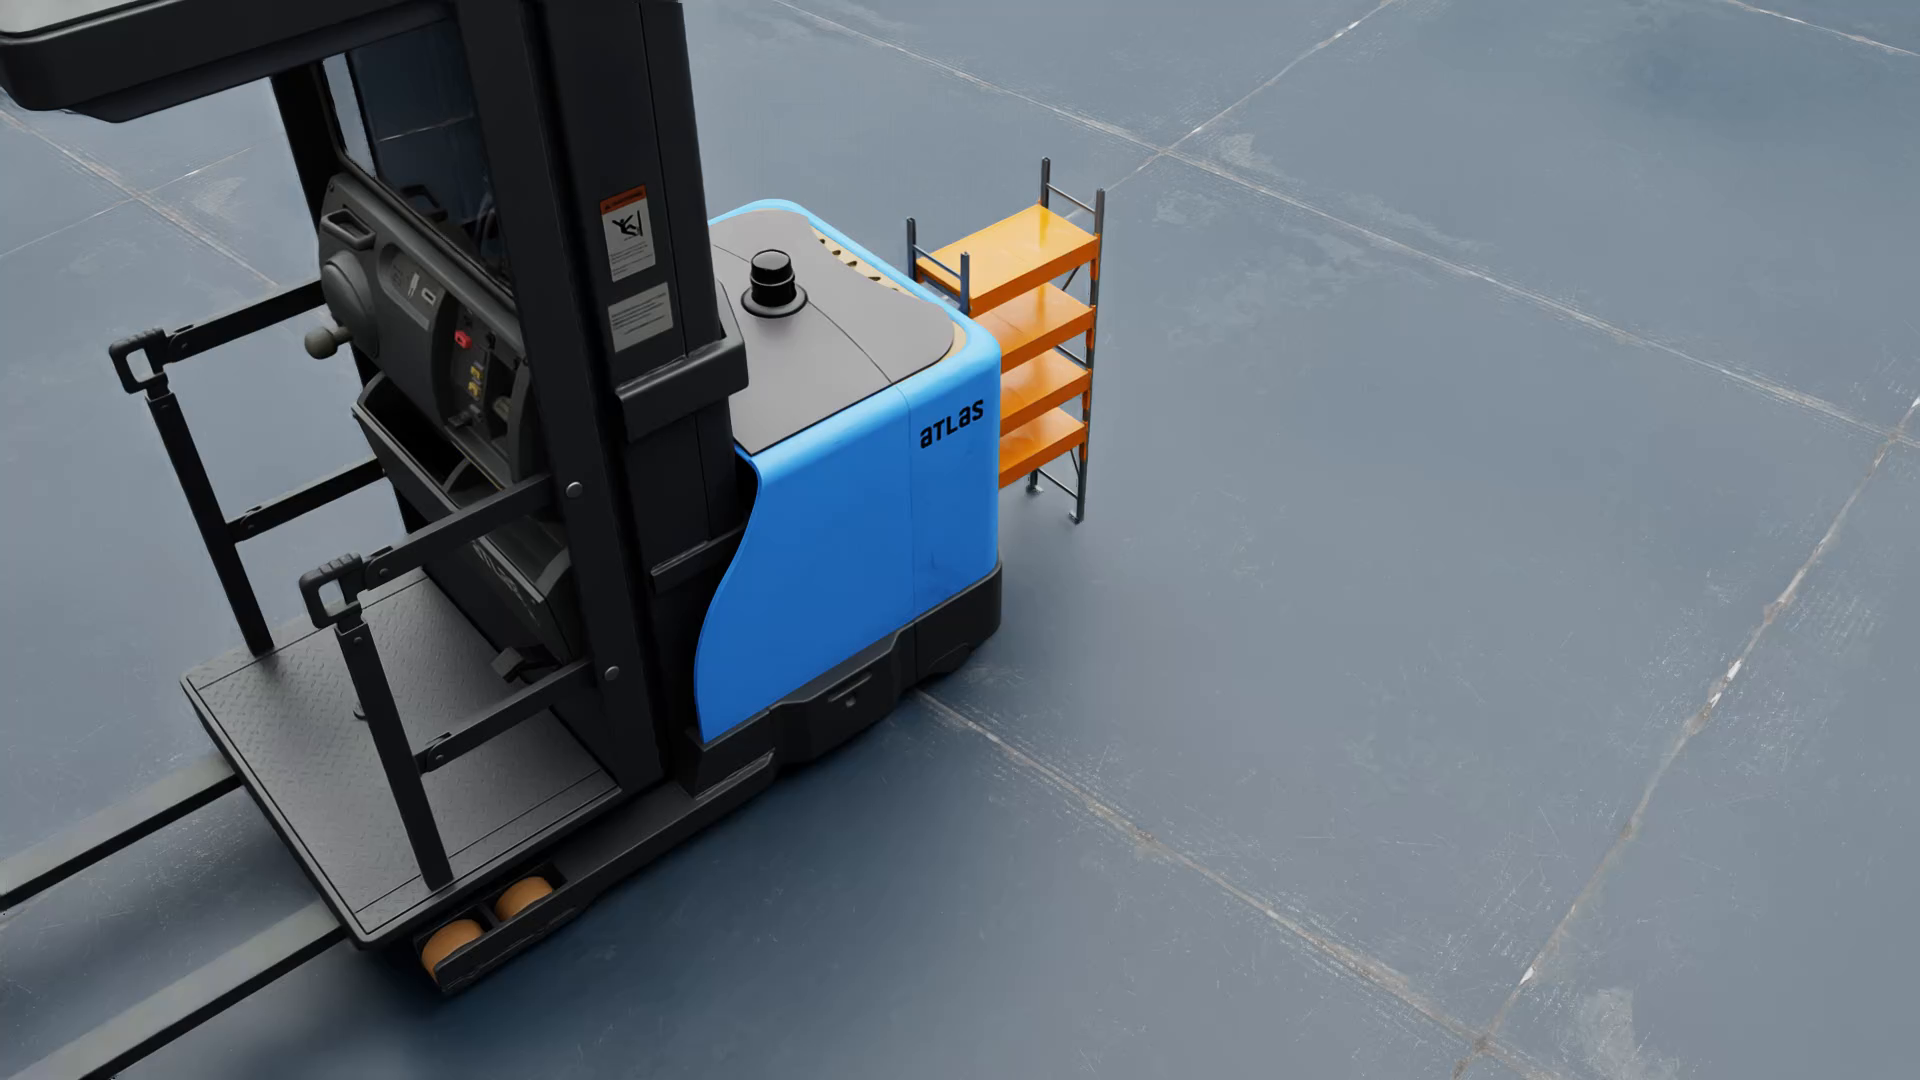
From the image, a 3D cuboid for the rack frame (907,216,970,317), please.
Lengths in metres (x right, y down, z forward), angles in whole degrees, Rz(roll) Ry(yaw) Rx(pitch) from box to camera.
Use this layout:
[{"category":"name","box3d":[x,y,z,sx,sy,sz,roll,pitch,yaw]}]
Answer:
[{"category":"rack frame","box3d":[-0.058,-0.350,4.743,0.015,1.200,0.240,-30,50,-29]}]

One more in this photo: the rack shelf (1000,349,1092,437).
[{"category":"rack shelf","box3d":[0.127,-0.407,4.906,0.480,0.148,0.258,-30,50,-29]}]

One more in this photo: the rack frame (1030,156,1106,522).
[{"category":"rack frame","box3d":[0.312,-0.564,4.979,0.015,1.200,0.240,-30,50,-29]}]

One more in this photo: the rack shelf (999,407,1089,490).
[{"category":"rack shelf","box3d":[0.127,-0.261,5.040,0.480,0.148,0.258,-30,50,-29]}]

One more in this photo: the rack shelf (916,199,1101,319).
[{"category":"rack shelf","box3d":[0.127,-0.748,4.597,0.480,0.148,0.258,-30,50,-29]}]

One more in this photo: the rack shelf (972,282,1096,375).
[{"category":"rack shelf","box3d":[0.127,-0.573,4.756,0.480,0.148,0.258,-30,50,-29]}]

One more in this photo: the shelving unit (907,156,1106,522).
[{"category":"shelving unit","box3d":[0.127,-0.457,4.861,0.503,1.200,0.258,-30,50,-29]}]

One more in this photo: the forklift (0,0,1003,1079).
[{"category":"forklift","box3d":[-1.326,-0.398,3.508,3.031,2.935,1.130,-30,50,-29]}]
